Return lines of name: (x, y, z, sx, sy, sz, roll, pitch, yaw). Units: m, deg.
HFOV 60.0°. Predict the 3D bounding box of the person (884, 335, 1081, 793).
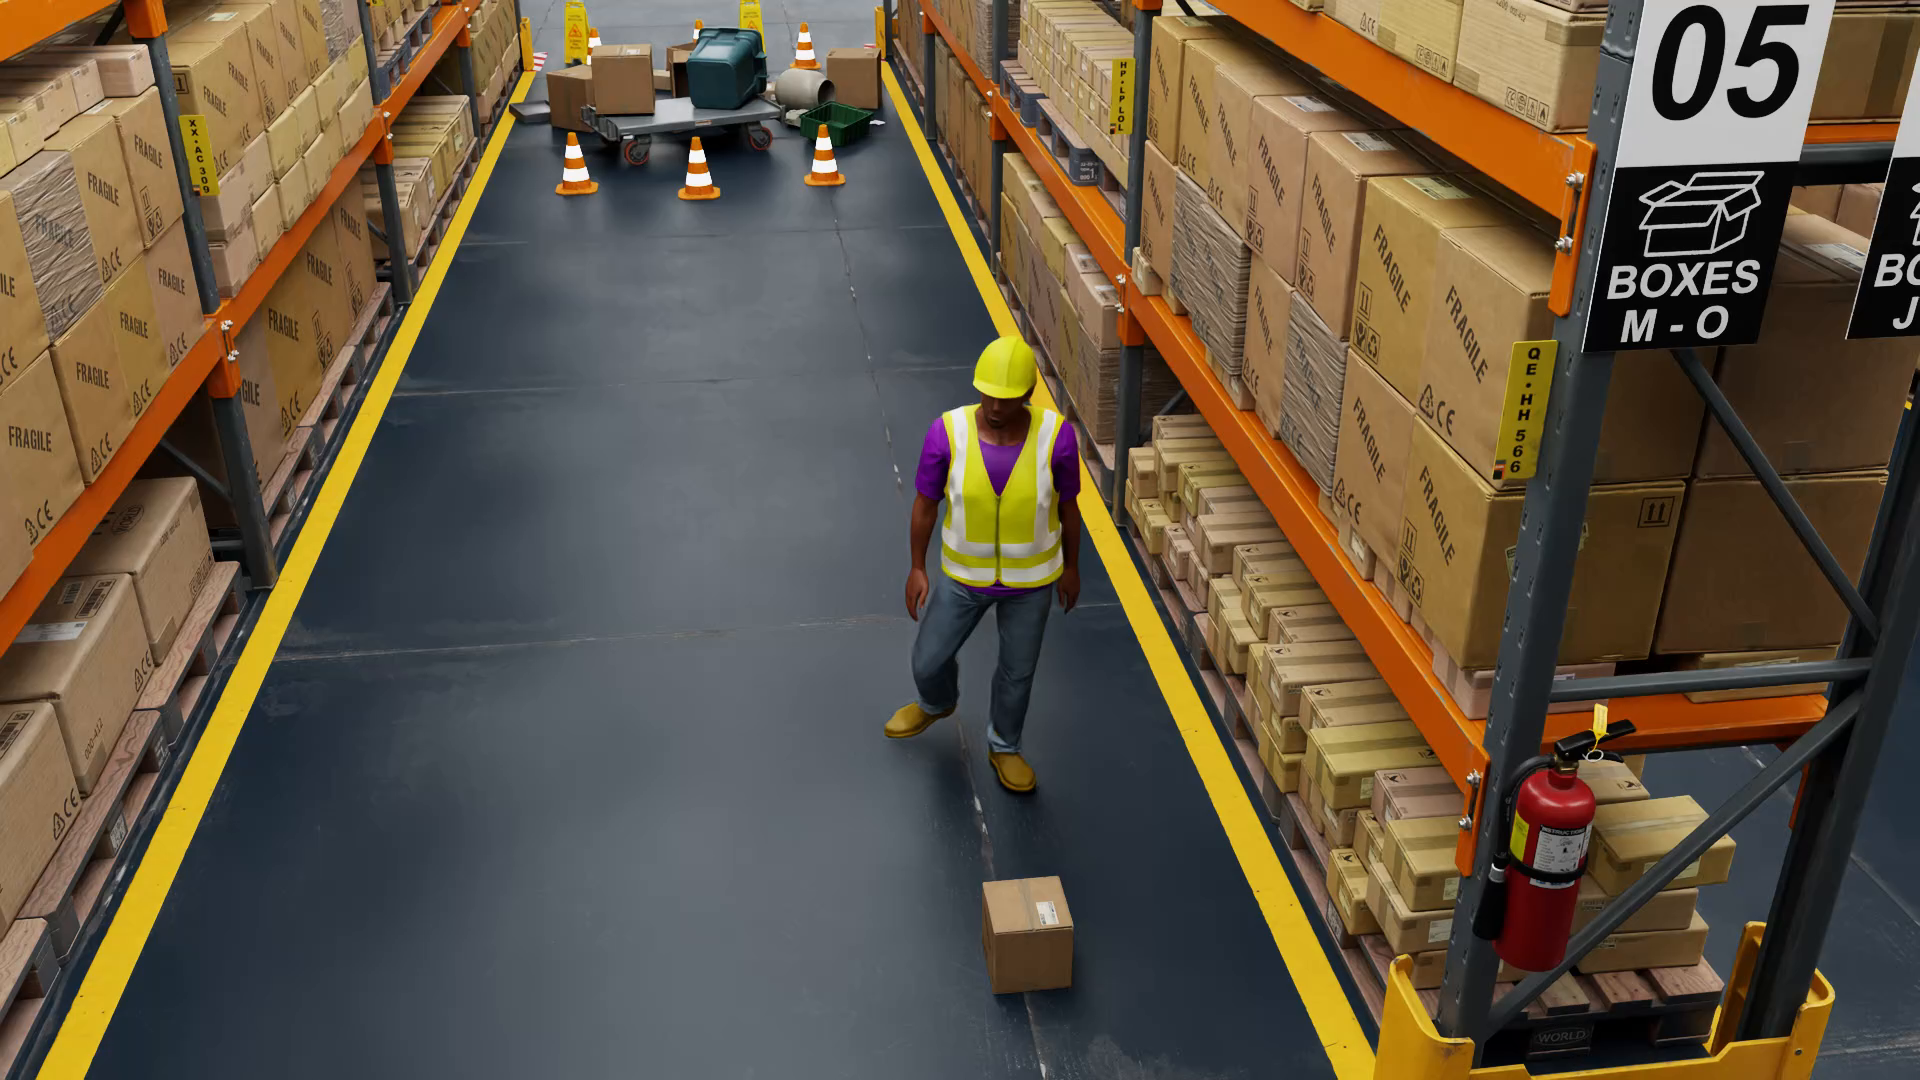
person: (0.064, 0.081, 5.912, 0.733, 1.753, 0.524, 2, 27, 4)
